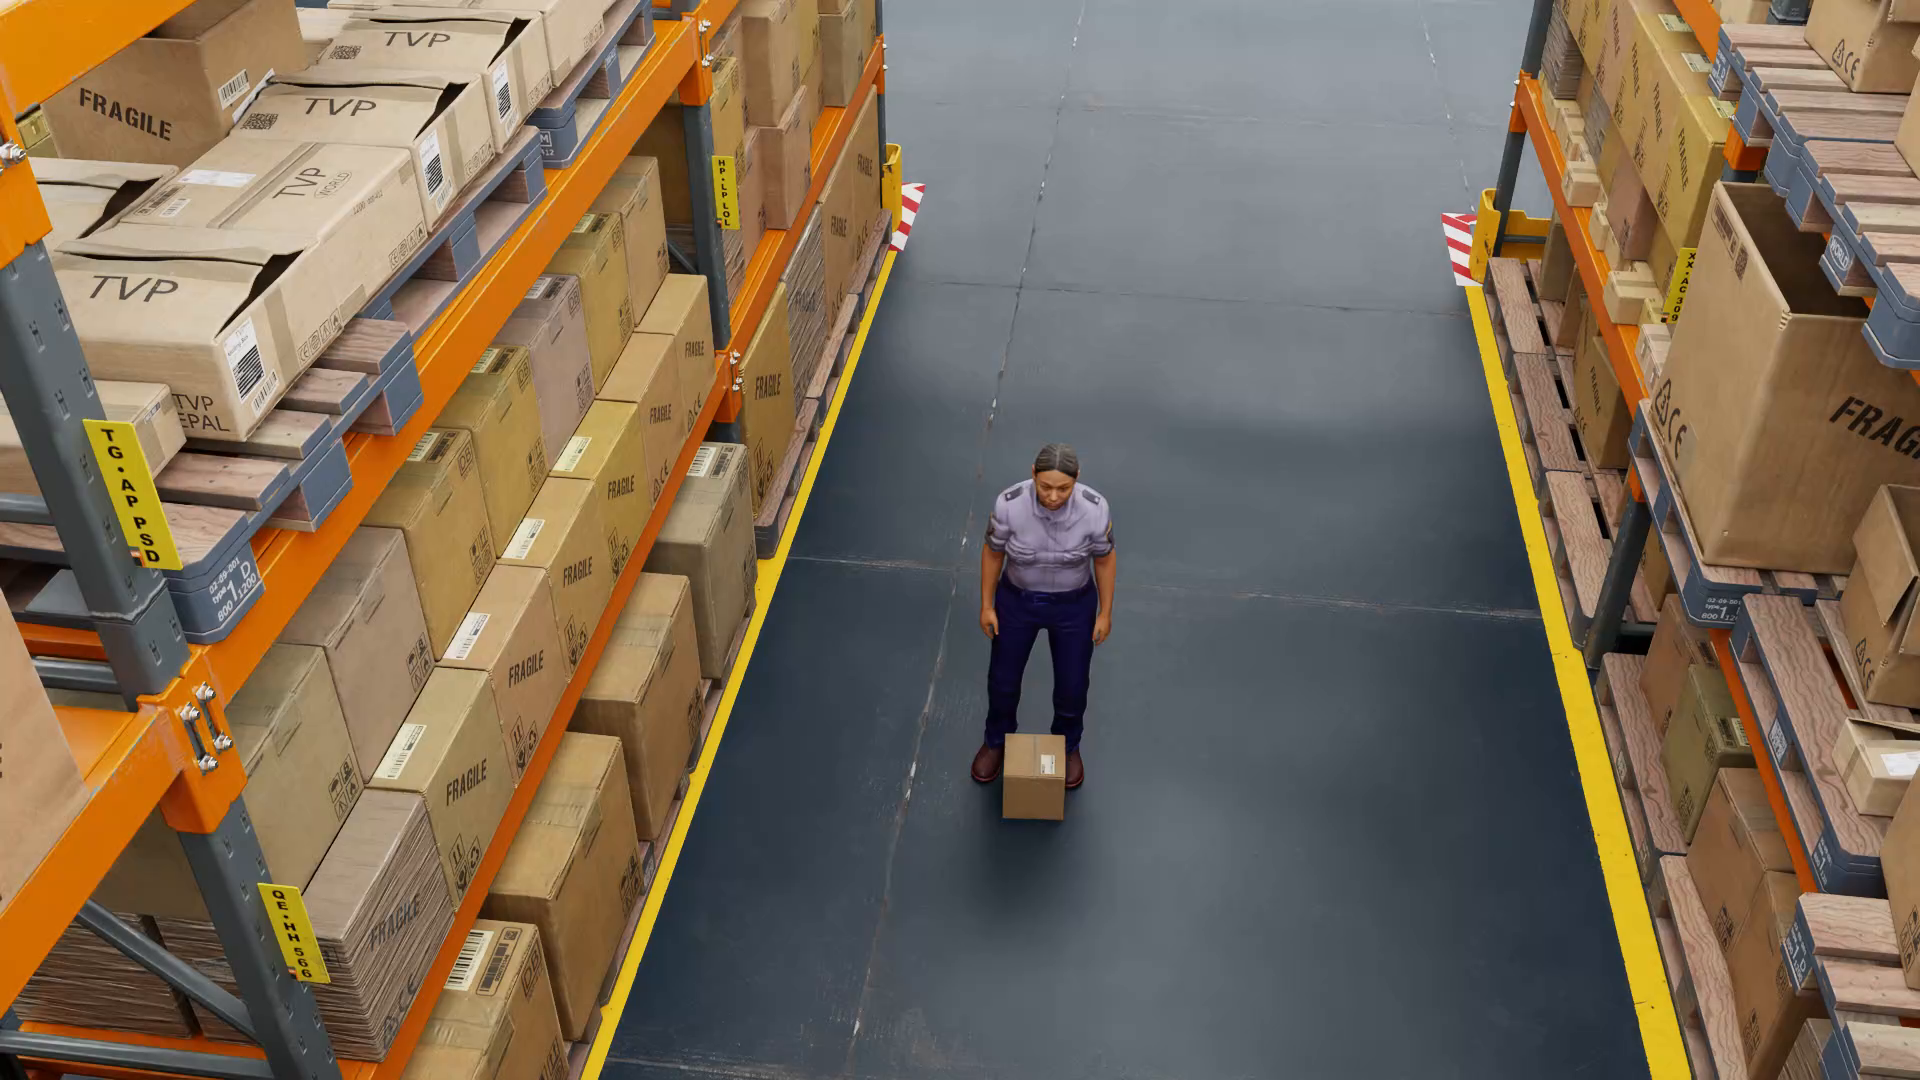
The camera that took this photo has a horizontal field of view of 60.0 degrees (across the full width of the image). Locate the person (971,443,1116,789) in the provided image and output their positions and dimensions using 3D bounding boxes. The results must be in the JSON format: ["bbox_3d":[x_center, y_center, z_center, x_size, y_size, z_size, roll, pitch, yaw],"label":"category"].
[{"bbox_3d":[0.334,0.277,6.669,0.558,1.652,0.363,3,36,4],"label":"person"}]
